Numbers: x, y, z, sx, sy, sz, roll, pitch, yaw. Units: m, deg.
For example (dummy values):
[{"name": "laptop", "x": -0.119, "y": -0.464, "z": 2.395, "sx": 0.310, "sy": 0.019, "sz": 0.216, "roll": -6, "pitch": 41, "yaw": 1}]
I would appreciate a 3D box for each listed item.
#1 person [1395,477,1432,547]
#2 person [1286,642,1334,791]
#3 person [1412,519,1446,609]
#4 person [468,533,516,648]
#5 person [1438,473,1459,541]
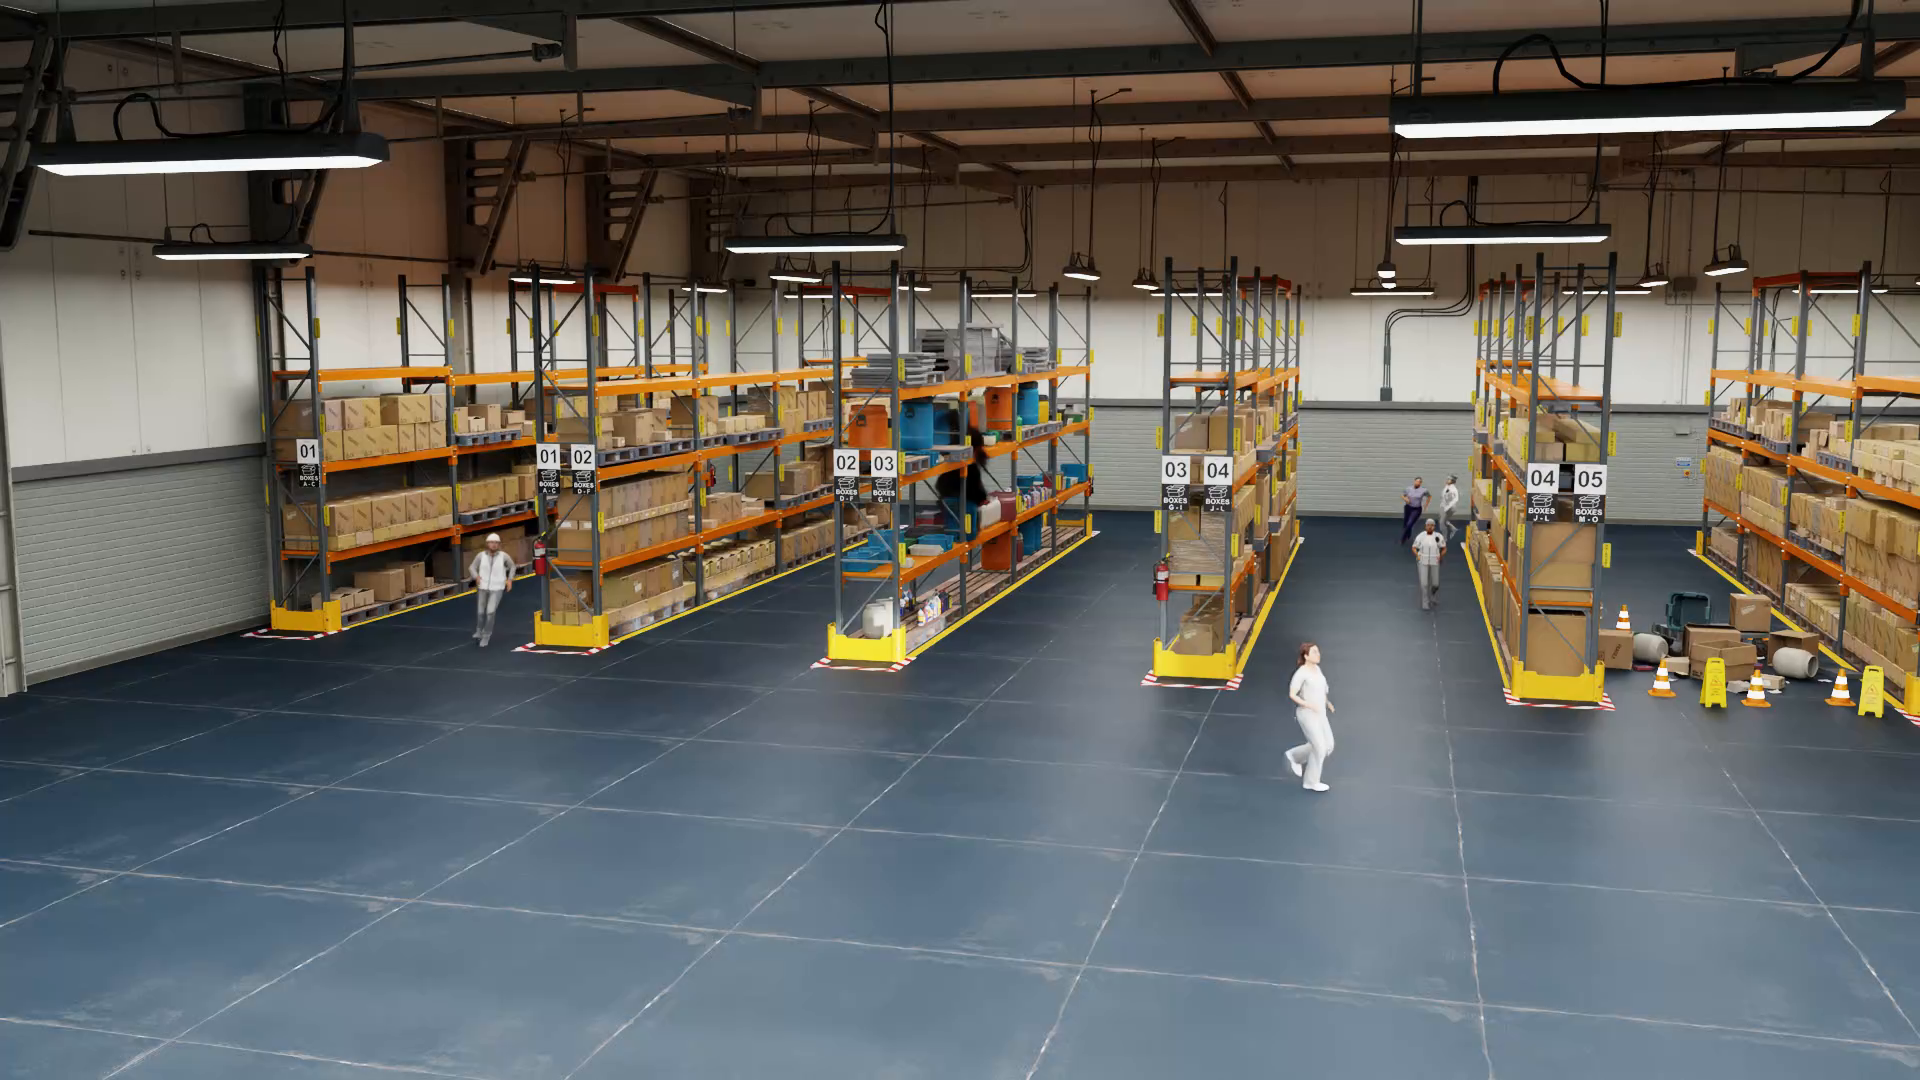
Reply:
[{"name": "person", "x": 10.492, "y": -0.661, "z": 38.539, "sx": 0.740, "sy": 1.636, "sz": 0.887, "roll": 5, "pitch": 9, "yaw": 35}, {"name": "person", "x": 3.789, "y": 1.908, "z": 18.134, "sx": 0.594, "sy": 1.612, "sz": 0.561, "roll": 7, "pitch": 10, "yaw": 44}, {"name": "person", "x": 8.405, "y": 0.425, "z": 29.814, "sx": 0.604, "sy": 1.617, "sz": 0.563, "roll": 2, "pitch": 7, "yaw": 14}, {"name": "person", "x": -7.470, "y": 0.788, "z": 26.505, "sx": 0.727, "sy": 1.800, "sz": 0.757, "roll": -1, "pitch": 7, "yaw": -4}, {"name": "person", "x": 11.521, "y": -0.753, "z": 39.002, "sx": 0.560, "sy": 1.636, "sz": 0.652, "roll": -1, "pitch": 7, "yaw": -10}]
